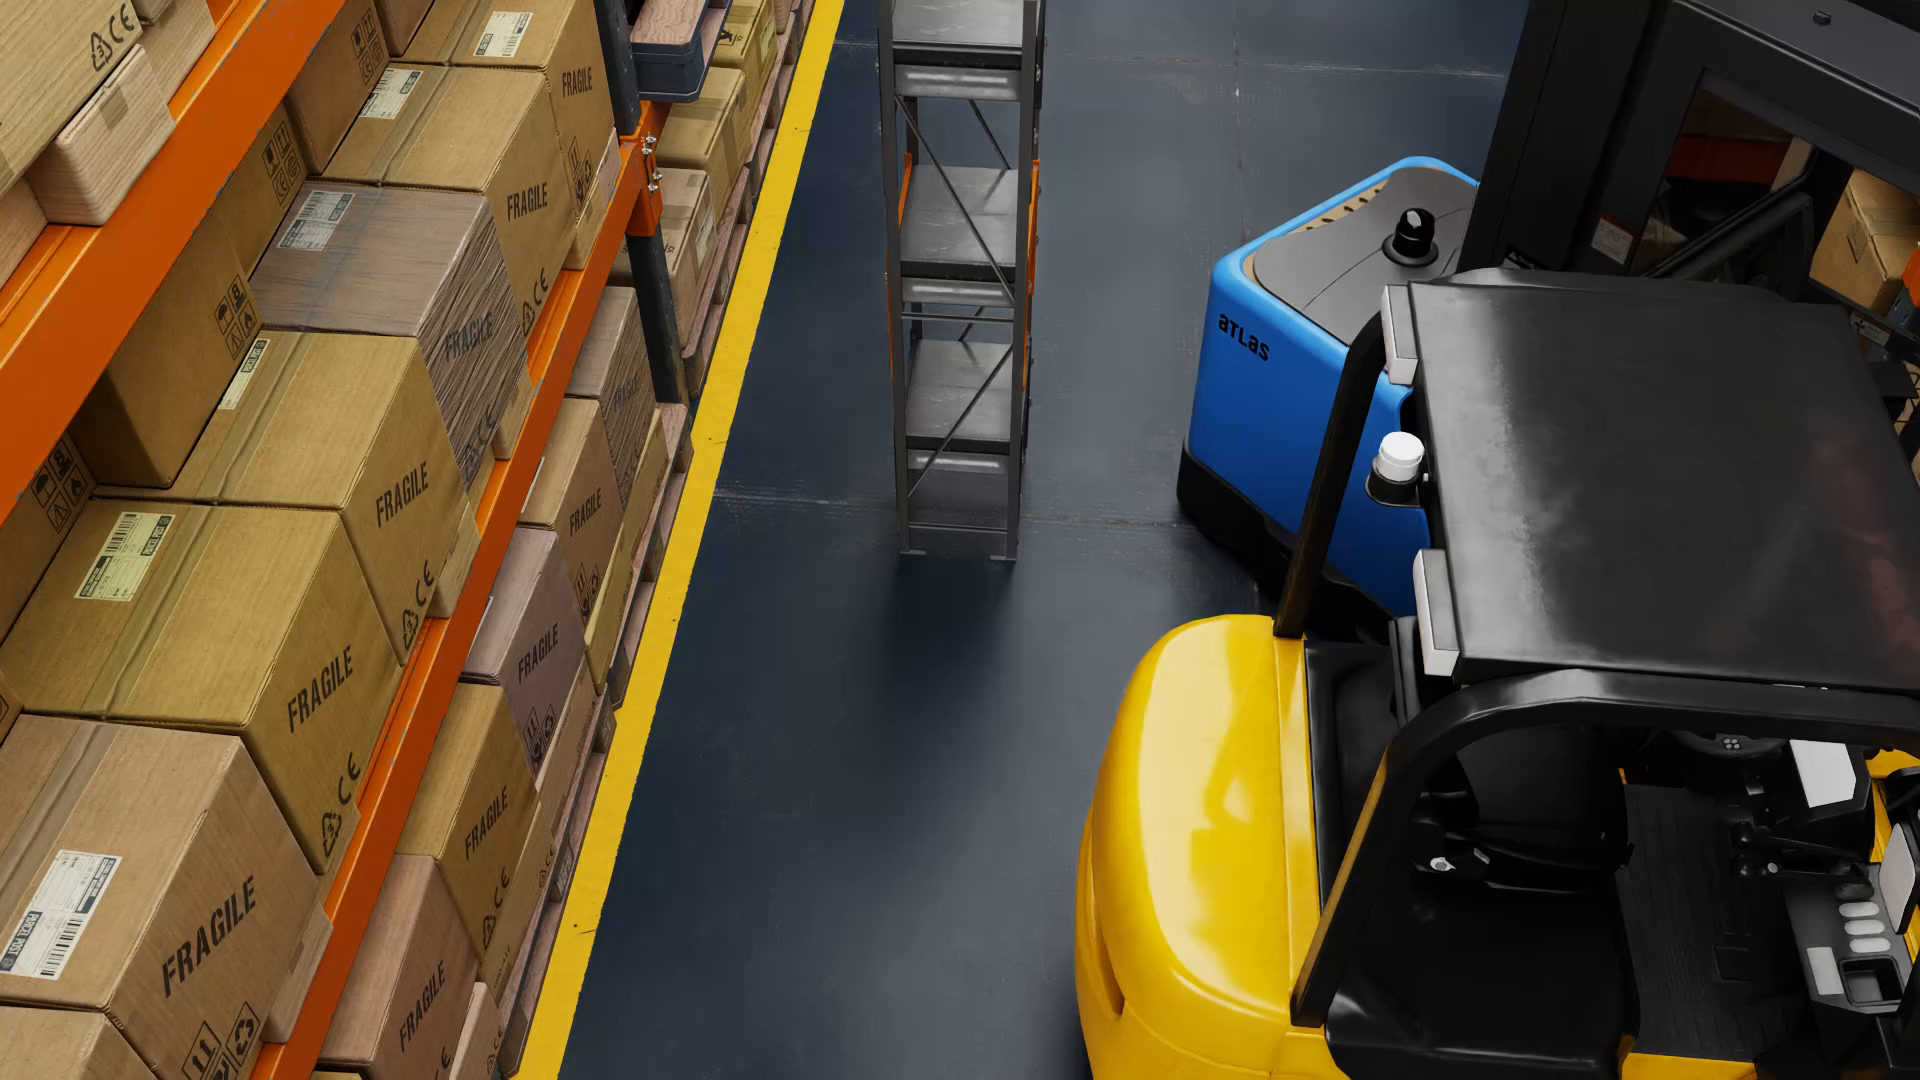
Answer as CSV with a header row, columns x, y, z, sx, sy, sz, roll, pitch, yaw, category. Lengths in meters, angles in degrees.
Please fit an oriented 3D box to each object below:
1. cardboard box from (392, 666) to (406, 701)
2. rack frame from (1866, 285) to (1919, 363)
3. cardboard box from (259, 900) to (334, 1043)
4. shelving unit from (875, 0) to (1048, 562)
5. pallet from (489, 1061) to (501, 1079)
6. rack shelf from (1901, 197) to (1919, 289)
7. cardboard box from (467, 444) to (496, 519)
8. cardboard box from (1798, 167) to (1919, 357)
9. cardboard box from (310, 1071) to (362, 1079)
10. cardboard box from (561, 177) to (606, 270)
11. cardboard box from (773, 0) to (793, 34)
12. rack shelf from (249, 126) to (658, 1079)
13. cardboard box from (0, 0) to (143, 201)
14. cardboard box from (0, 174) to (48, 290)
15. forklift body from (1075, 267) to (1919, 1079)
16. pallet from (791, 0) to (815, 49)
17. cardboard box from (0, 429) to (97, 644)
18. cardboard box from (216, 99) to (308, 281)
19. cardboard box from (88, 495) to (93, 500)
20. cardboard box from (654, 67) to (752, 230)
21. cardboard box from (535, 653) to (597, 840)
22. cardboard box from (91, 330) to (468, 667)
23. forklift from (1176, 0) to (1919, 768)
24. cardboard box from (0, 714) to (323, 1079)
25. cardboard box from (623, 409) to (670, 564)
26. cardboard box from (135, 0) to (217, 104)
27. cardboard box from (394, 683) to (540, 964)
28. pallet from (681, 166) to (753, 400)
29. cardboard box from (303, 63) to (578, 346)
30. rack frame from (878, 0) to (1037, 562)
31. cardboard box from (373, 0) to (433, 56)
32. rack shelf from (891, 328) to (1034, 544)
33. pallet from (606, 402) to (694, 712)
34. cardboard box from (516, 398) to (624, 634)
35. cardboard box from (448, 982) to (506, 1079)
x,y,z,sx,sy,sz,roll,pitch,yaw,category
-1.427,0.210,3.696,0.380,0.149,0.250,3,48,2,cardboard box
3.453,-1.106,4.729,1.000,3.000,0.127,4,48,4,rack frame
-1.435,0.792,3.163,0.380,0.149,0.250,5,48,4,cardboard box
0.015,-0.830,5.086,0.431,2.100,0.503,4,48,4,shelving unit
-1.739,1.793,3.967,1.003,0.211,1.213,4,48,4,pallet
3.635,-2.333,6.339,1.077,0.370,4.000,4,48,4,rack shelf
-1.359,-0.163,4.036,0.380,0.149,0.250,3,48,3,cardboard box
3.489,-0.831,5.802,0.875,0.625,0.625,6,48,5,cardboard box
-1.505,1.444,3.467,0.500,0.500,0.500,2,48,2,cardboard box
-1.232,-0.912,4.722,0.380,0.149,0.250,5,48,4,cardboard box
-1.247,-2.674,7.659,0.950,0.372,0.625,3,48,3,cardboard box
-1.673,0.275,3.953,1.077,0.370,4.000,4,48,4,rack shelf
-1.466,-0.662,2.190,0.500,0.250,0.500,5,48,5,cardboard box
-1.490,-0.418,2.237,0.380,0.149,0.250,3,48,2,cardboard box
1.444,0.604,3.740,2.313,2.155,1.214,4,48,4,forklift body
-1.199,-2.861,8.224,1.003,0.211,1.213,4,48,4,pallet
-2.028,-0.113,2.873,0.700,0.500,0.500,3,48,3,cardboard box
-1.888,-0.859,3.556,0.700,0.500,0.500,3,48,3,cardboard box
-1.916,-0.156,3.590,0.500,0.500,0.500,4,48,4,cardboard box
-1.383,-1.606,6.682,0.950,0.372,0.625,7,48,6,cardboard box
-1.366,0.567,4.777,0.500,0.250,0.500,5,48,4,cardboard box
-1.408,-0.091,3.531,0.500,0.500,0.500,3,48,3,cardboard box
2.067,-0.482,4.205,1.130,2.935,3.031,-31,54,-25,forklift
-1.492,0.658,2.846,0.500,0.500,0.500,5,48,5,cardboard box
-1.277,-0.198,5.477,0.500,0.250,0.500,6,48,5,cardboard box
-1.404,-0.793,2.580,0.380,0.149,0.250,3,48,2,cardboard box
-1.407,0.691,4.156,0.500,0.500,0.500,5,48,4,cardboard box
-1.421,-1.068,6.584,1.003,0.211,1.213,4,48,4,pallet
-1.323,-0.849,4.225,0.500,0.500,0.500,5,48,5,cardboard box
-0.007,-0.651,4.922,0.400,2.100,0.015,4,48,4,rack frame
-1.747,-1.600,4.234,0.700,0.500,0.500,3,48,3,cardboard box
0.015,-0.349,5.613,0.431,0.518,0.480,4,48,4,rack shelf
-1.517,0.000,5.607,1.003,0.211,1.213,4,48,4,pallet
-1.322,-0.077,4.859,0.500,0.500,0.500,5,48,4,cardboard box
-1.452,1.340,4.071,0.500,0.250,0.500,5,48,5,cardboard box
